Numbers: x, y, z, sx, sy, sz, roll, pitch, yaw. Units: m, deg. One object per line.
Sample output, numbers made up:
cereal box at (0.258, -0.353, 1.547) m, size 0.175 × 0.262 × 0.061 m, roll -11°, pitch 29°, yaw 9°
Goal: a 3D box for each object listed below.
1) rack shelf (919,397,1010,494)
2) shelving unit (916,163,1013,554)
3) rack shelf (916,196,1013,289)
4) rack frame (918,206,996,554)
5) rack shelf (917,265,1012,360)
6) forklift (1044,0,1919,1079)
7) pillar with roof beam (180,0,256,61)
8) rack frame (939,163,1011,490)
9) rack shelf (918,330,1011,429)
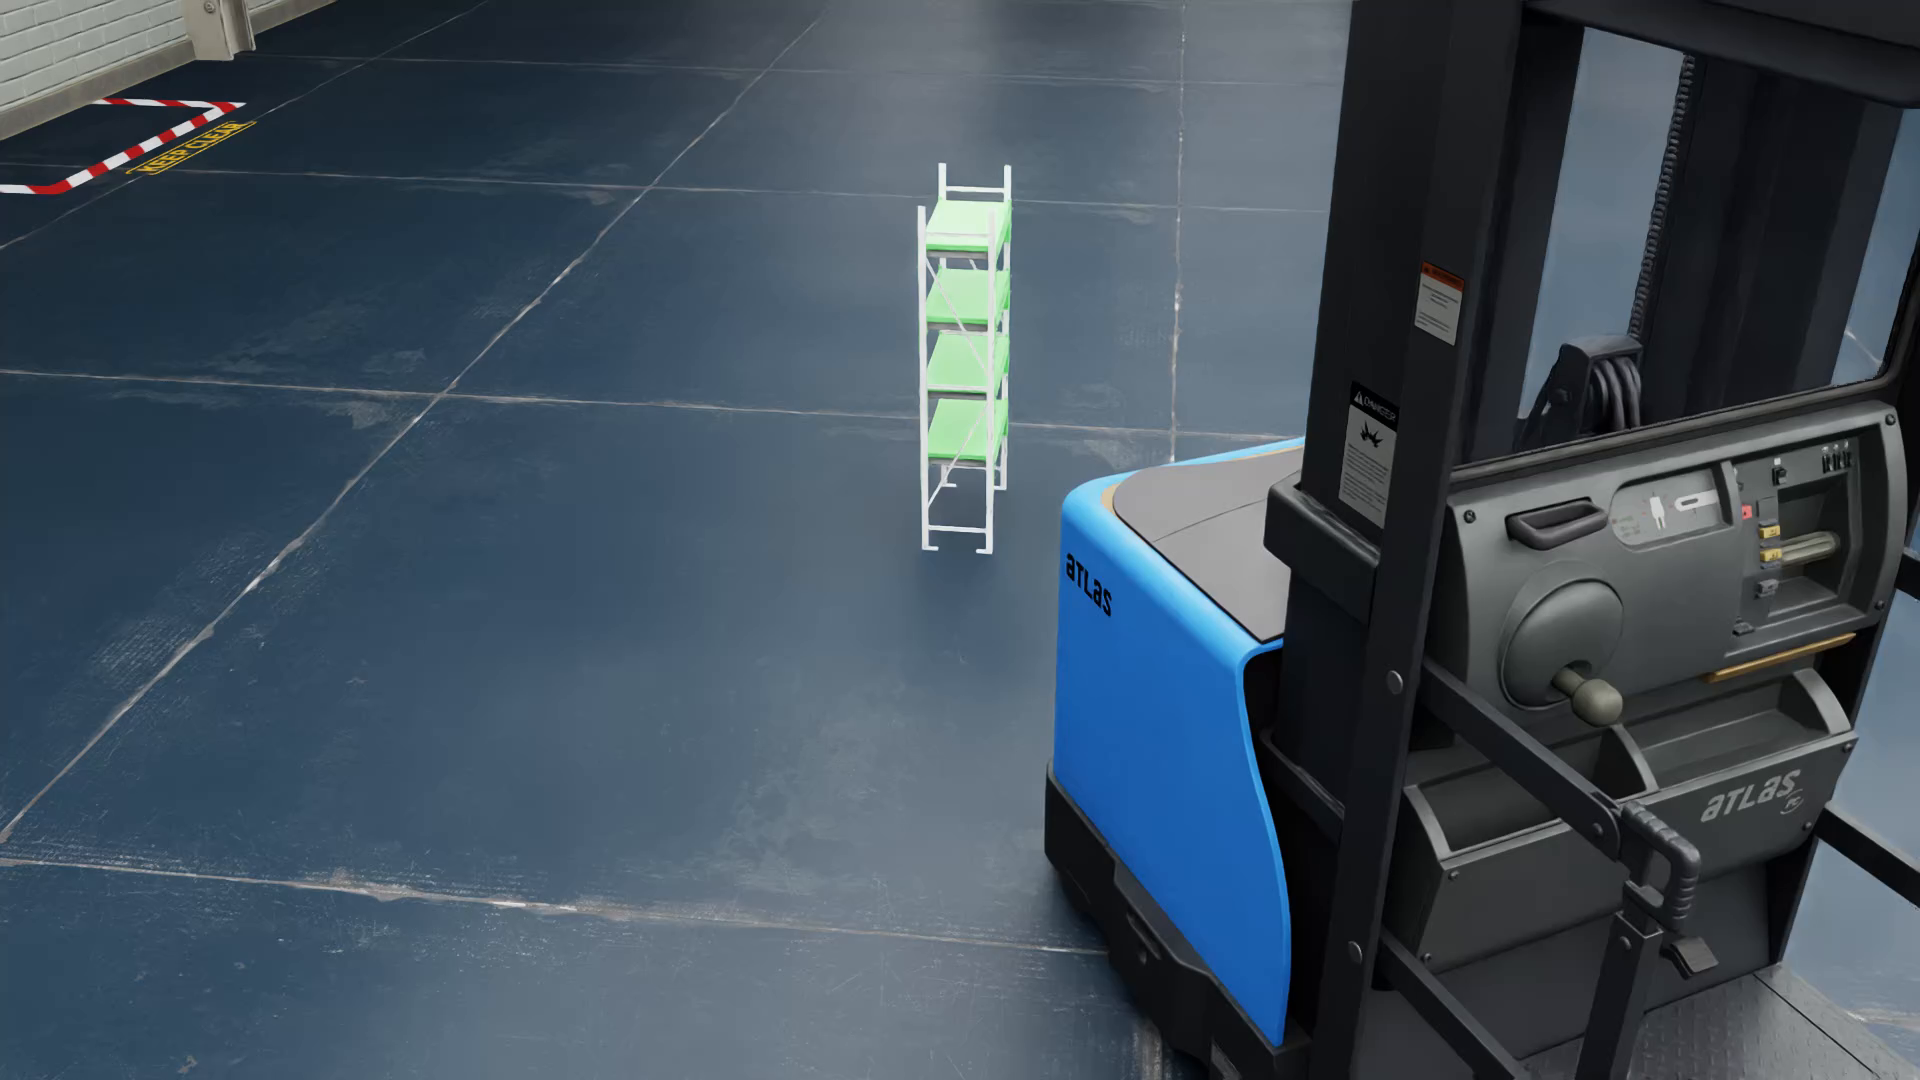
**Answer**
rack shelf at (0.020, -0.339, 5.754) m, size 0.258 × 0.148 × 0.480 m, roll 3°, pitch 28°, yaw 6°
shelving unit at (0.020, -0.606, 5.610) m, size 0.258 × 1.200 × 0.503 m, roll 3°, pitch 28°, yaw 6°
rack shelf at (0.020, -0.972, 5.413) m, size 0.258 × 0.148 × 0.480 m, roll 3°, pitch 28°, yaw 6°
rack frame at (-0.010, -0.491, 5.397) m, size 0.240 × 1.200 × 0.015 m, roll 3°, pitch 28°, yaw 6°
rack shelf at (0.020, -0.761, 5.527) m, size 0.258 × 0.148 × 0.480 m, roll 3°, pitch 28°, yaw 6°
forklift at (1.266, 0.076, 2.518) m, size 1.130 × 2.935 × 3.031 m, roll -12°, pitch 30°, yaw -21°
pillar with roof beam at (-1.284, -7.380, 9.961) m, size 9.100 × 9.000 × 0.400 m, roll 3°, pitch 28°, yaw 6°
rack frame at (0.050, -0.721, 5.823) m, size 0.240 × 1.200 × 0.015 m, roll 3°, pitch 28°, yaw 6°
rack shelf at (0.020, -0.550, 5.640) m, size 0.258 × 0.148 × 0.480 m, roll 3°, pitch 28°, yaw 6°
